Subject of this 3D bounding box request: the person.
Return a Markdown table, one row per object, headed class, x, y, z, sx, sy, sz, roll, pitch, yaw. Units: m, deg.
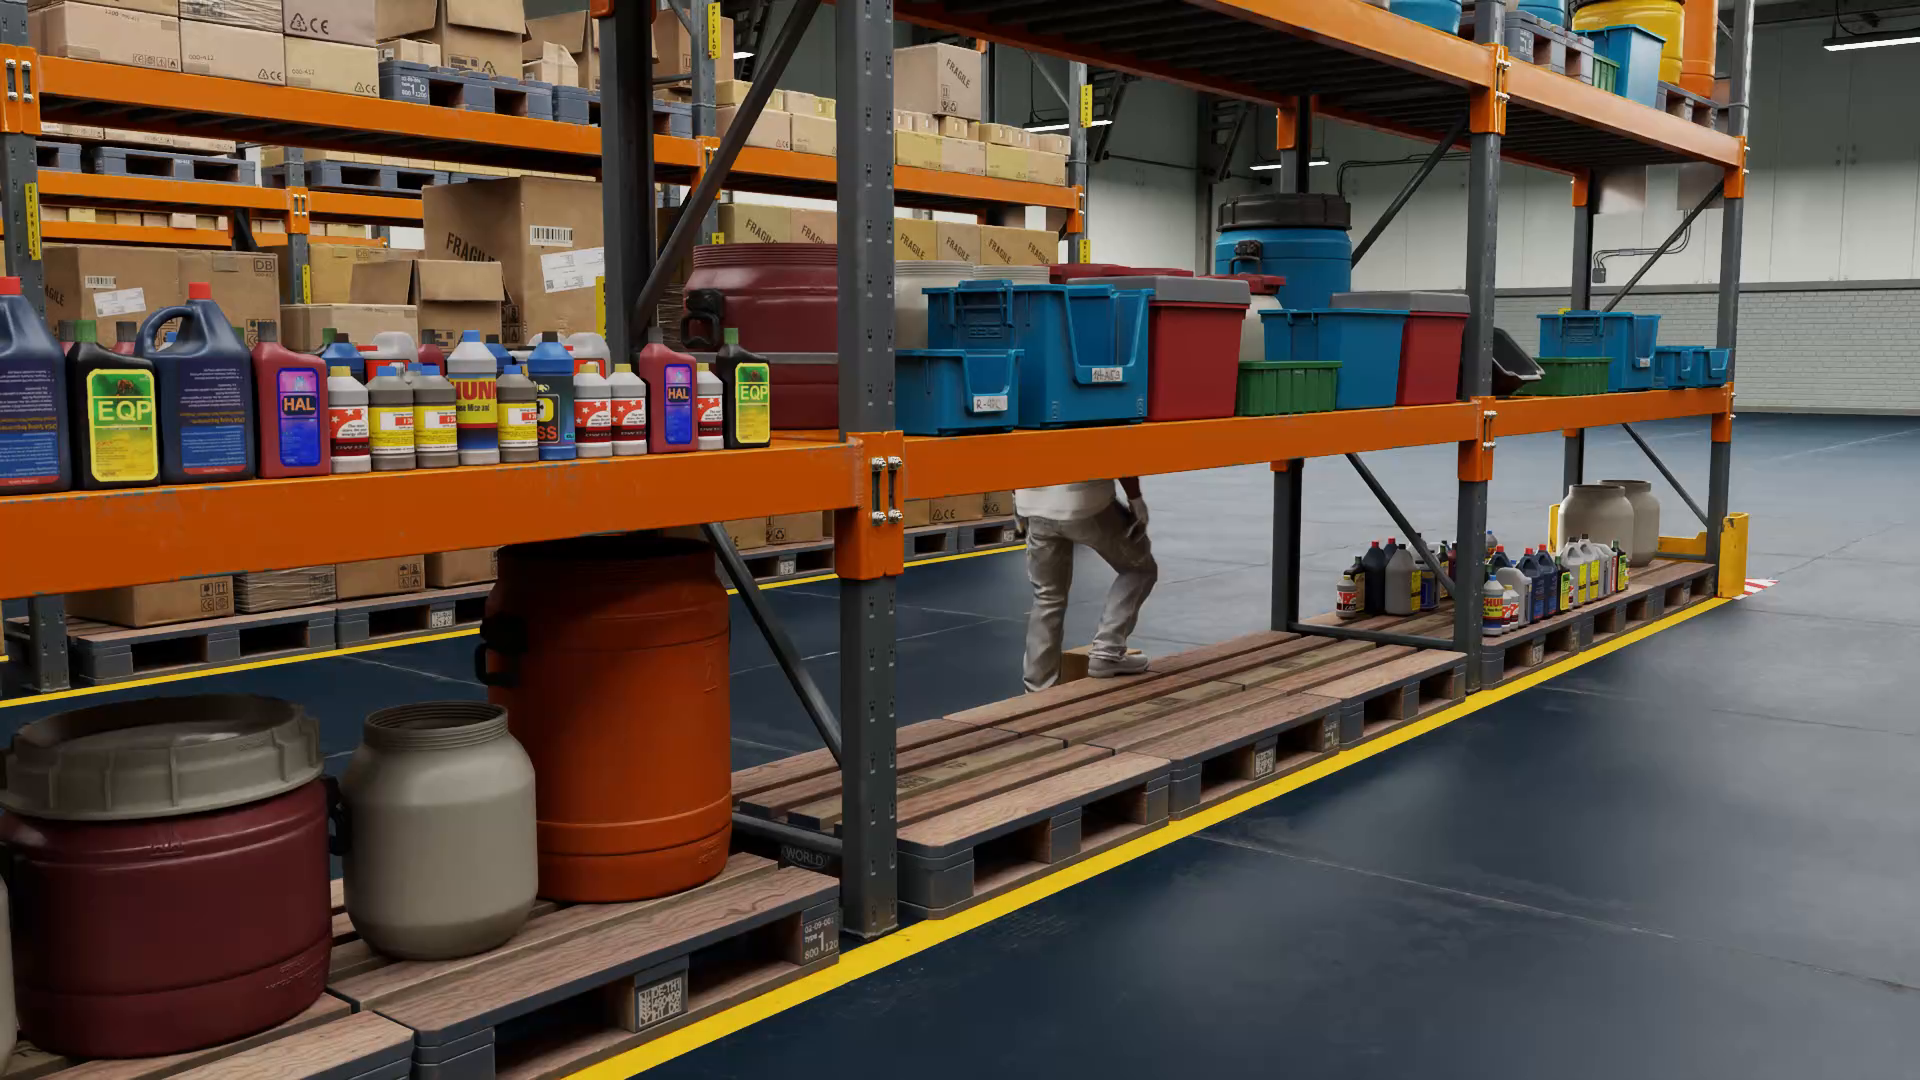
| class | x | y | z | sx | sy | sz | roll | pitch | yaw |
| --- | --- | --- | --- | --- | --- | --- | --- | --- | --- |
| person | 0.483 | -0.144 | 6.881 | 0.629 | 1.785 | 0.520 | 5 | 8 | 36 |
